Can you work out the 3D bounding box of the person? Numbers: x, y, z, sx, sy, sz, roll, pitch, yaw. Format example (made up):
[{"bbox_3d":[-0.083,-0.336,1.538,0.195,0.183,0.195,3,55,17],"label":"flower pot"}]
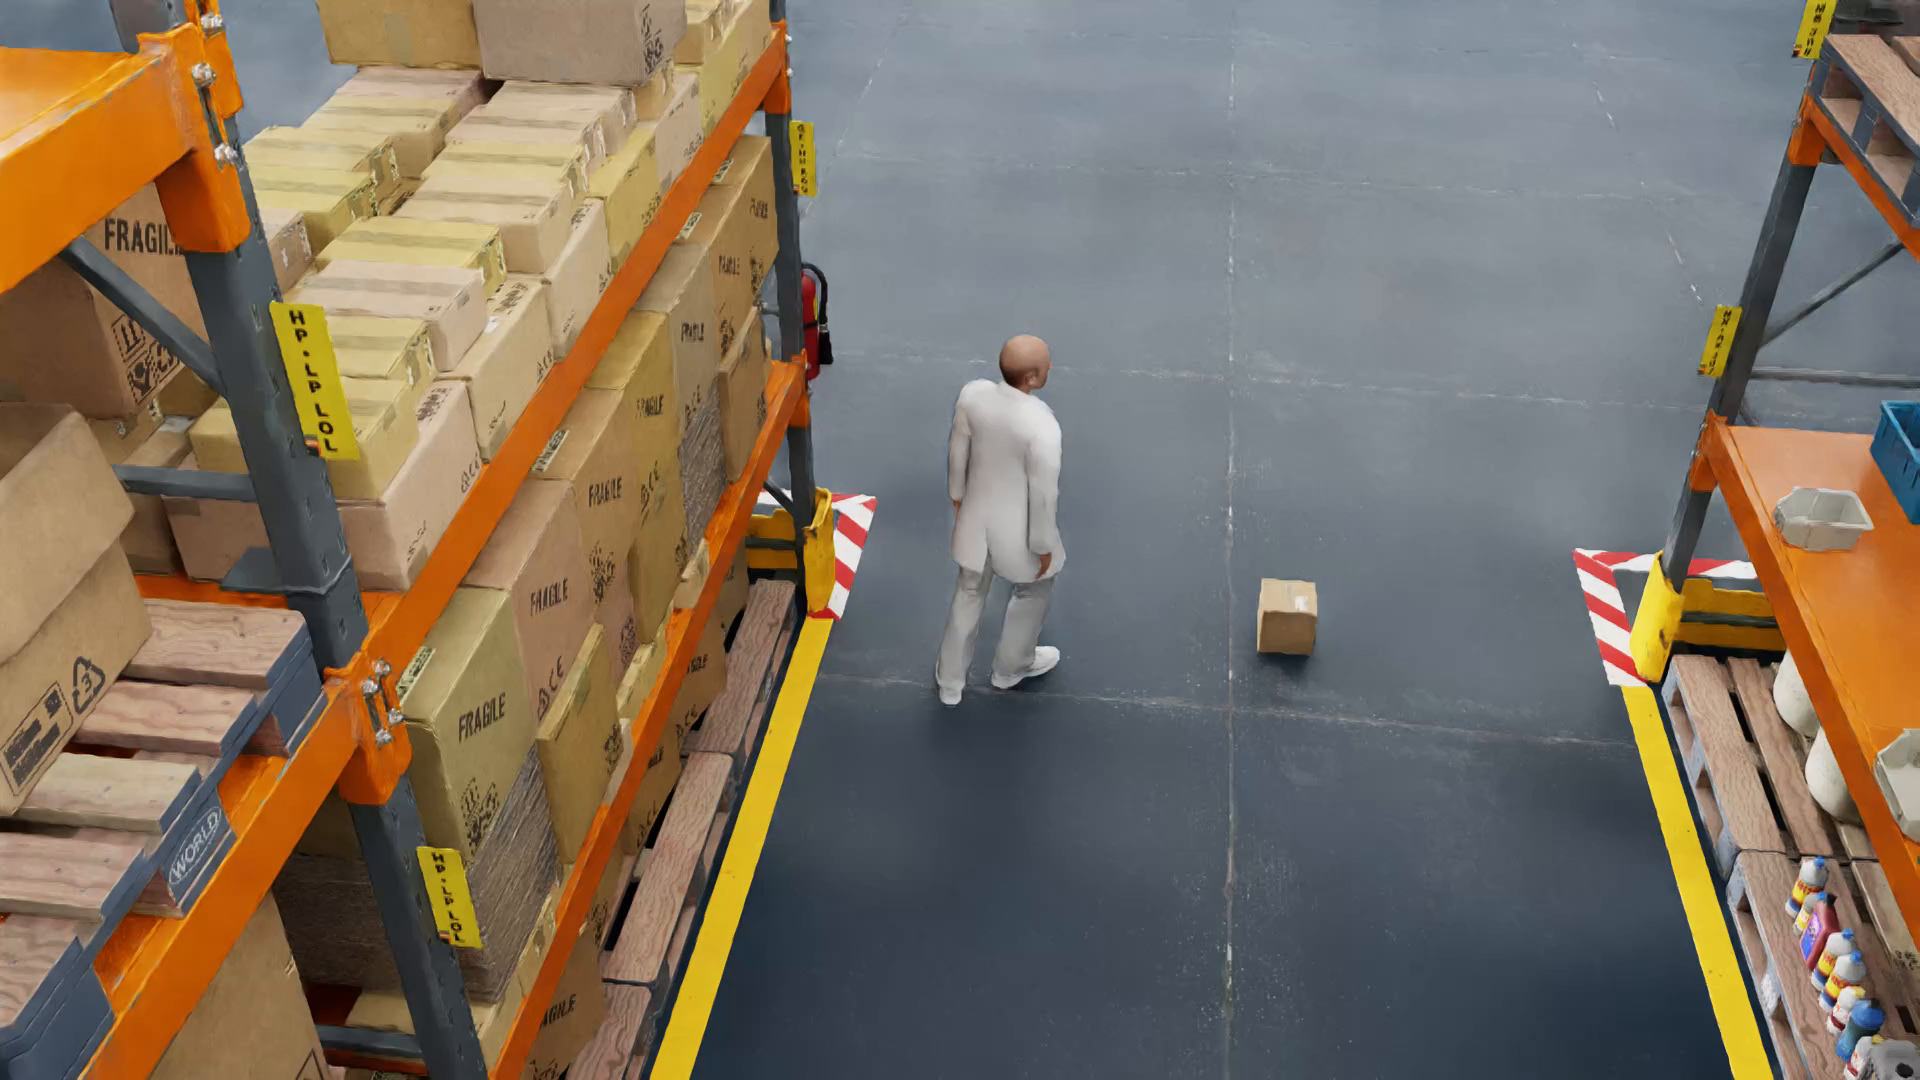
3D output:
[{"bbox_3d":[0.164,-0.073,7.158,0.611,1.768,0.634,26,43,31],"label":"person"}]
